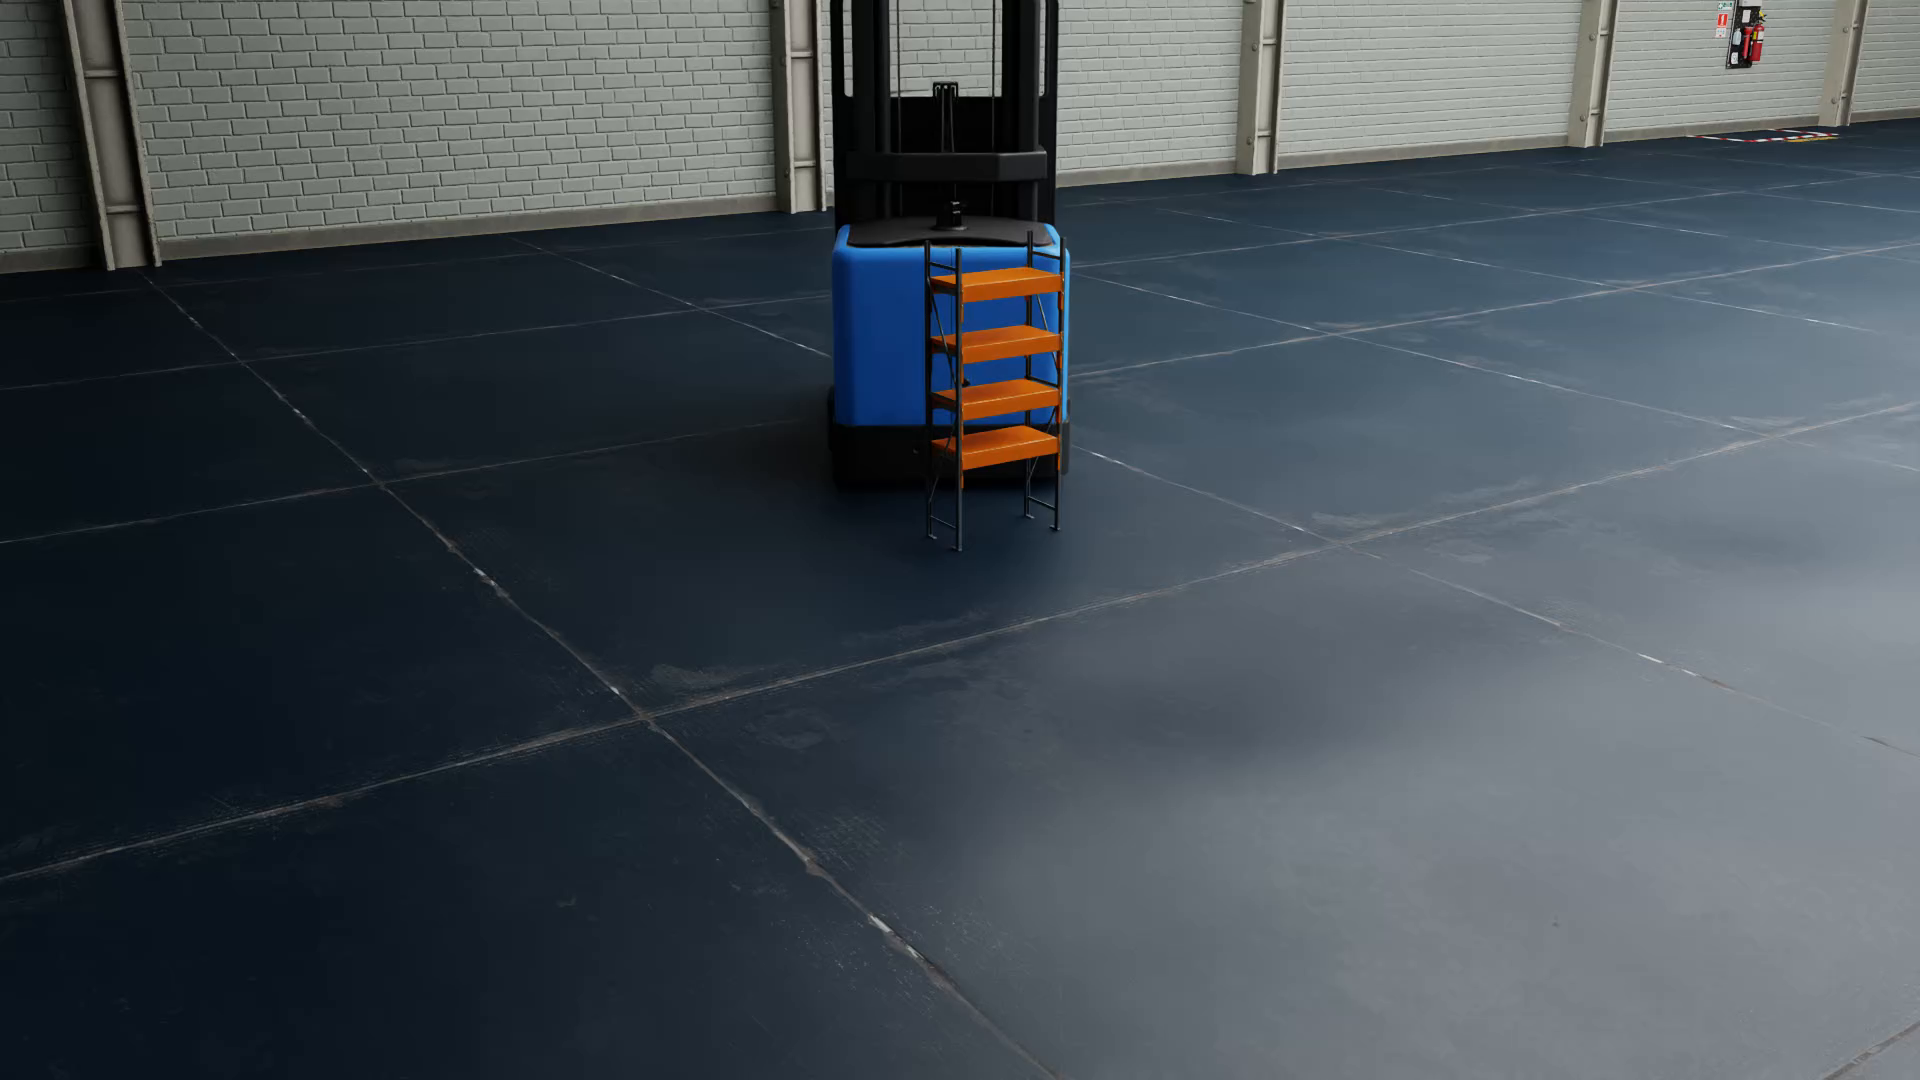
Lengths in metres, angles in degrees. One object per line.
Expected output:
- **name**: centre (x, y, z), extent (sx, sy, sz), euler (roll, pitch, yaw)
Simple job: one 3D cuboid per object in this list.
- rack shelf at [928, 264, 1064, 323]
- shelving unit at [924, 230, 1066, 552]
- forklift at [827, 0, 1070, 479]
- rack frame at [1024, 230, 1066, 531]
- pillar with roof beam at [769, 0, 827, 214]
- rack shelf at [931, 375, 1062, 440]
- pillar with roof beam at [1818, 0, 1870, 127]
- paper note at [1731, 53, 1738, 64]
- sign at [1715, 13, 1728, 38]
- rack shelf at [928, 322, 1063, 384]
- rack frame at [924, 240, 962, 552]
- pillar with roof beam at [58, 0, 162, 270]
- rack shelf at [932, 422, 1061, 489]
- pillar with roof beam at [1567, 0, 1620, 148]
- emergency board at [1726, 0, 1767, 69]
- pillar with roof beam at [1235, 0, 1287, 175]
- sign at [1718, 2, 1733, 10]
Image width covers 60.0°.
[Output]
- **rack shelf**: centre (0.138, -0.970, 6.513), extent (0.480, 0.148, 0.258), euler (-12, 22, -31)
- **shelving unit**: centre (0.138, -0.598, 6.639), extent (0.503, 1.200, 0.258), euler (-12, 22, -31)
- **forklift**: centre (-0.083, -2.076, 8.308), extent (1.130, 2.935, 3.031), euler (-1, 19, -2)
- **rack frame**: centre (0.342, -0.641, 6.766), extent (0.015, 1.200, 0.240), euler (-12, 22, -31)
- **pillar with roof beam**: centre (0.813, -6.345, 11.461), extent (0.400, 9.000, 9.100), euler (-12, 22, -31)
- **rack shelf**: centre (0.138, -0.534, 6.660), extent (0.480, 0.148, 0.258), euler (-12, 22, -31)
- **pillar with roof beam**: centre (15.846, -9.515, 20.839), extent (0.400, 9.000, 9.100), euler (-12, 22, -31)
- **paper note**: centre (11.208, -6.970, 24.052), extent (0.142, 0.148, 0.016), euler (-12, 22, -31)
- **sign**: centre (10.875, -7.347, 23.737), extent (0.234, 0.329, 0.001), euler (-12, 22, -31)
- **rack shelf**: centre (0.138, -0.746, 6.589), extent (0.480, 0.148, 0.258), euler (-12, 22, -31)
- **rack frame**: centre (-0.066, -0.555, 6.512), extent (0.015, 1.200, 0.240), euler (-12, 22, -31)
- **pillar with roof beam**: centre (-4.198, -5.288, 8.335), extent (0.400, 9.000, 9.100), euler (-12, 22, -31)
- **rack shelf**: centre (0.138, -0.346, 6.724), extent (0.480, 0.148, 0.258), euler (-12, 22, -31)
- **pillar with roof beam**: centre (10.835, -8.458, 17.713), extent (0.400, 9.000, 9.100), euler (-12, 22, -31)
- **emergency board**: centre (11.393, -7.400, 23.949), extent (0.643, 1.169, 0.194), euler (-12, 22, -31)
- **pillar with roof beam**: centre (5.824, -7.401, 14.587), extent (0.400, 9.000, 9.100), euler (-12, 22, -31)
- **sign**: centre (10.884, -7.596, 23.647), extent (0.331, 0.109, 0.001), euler (-12, 22, -31)
